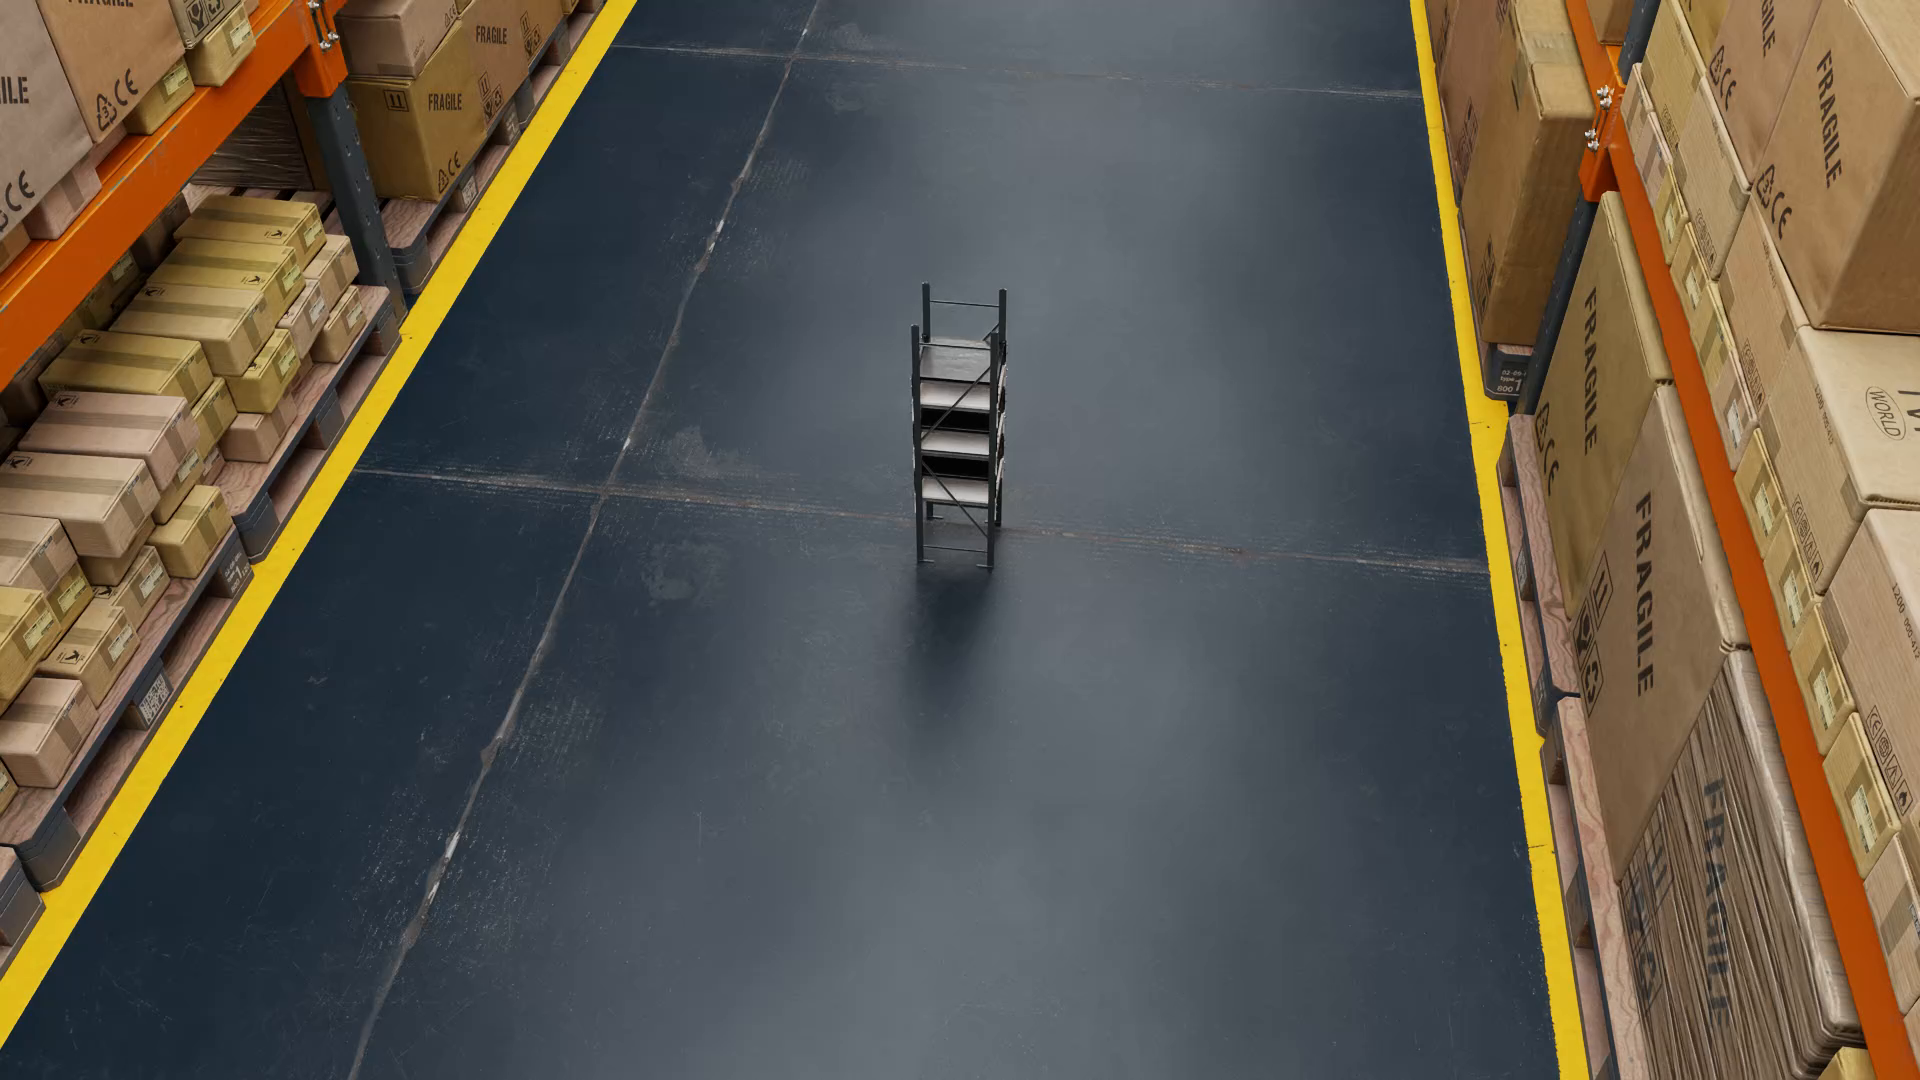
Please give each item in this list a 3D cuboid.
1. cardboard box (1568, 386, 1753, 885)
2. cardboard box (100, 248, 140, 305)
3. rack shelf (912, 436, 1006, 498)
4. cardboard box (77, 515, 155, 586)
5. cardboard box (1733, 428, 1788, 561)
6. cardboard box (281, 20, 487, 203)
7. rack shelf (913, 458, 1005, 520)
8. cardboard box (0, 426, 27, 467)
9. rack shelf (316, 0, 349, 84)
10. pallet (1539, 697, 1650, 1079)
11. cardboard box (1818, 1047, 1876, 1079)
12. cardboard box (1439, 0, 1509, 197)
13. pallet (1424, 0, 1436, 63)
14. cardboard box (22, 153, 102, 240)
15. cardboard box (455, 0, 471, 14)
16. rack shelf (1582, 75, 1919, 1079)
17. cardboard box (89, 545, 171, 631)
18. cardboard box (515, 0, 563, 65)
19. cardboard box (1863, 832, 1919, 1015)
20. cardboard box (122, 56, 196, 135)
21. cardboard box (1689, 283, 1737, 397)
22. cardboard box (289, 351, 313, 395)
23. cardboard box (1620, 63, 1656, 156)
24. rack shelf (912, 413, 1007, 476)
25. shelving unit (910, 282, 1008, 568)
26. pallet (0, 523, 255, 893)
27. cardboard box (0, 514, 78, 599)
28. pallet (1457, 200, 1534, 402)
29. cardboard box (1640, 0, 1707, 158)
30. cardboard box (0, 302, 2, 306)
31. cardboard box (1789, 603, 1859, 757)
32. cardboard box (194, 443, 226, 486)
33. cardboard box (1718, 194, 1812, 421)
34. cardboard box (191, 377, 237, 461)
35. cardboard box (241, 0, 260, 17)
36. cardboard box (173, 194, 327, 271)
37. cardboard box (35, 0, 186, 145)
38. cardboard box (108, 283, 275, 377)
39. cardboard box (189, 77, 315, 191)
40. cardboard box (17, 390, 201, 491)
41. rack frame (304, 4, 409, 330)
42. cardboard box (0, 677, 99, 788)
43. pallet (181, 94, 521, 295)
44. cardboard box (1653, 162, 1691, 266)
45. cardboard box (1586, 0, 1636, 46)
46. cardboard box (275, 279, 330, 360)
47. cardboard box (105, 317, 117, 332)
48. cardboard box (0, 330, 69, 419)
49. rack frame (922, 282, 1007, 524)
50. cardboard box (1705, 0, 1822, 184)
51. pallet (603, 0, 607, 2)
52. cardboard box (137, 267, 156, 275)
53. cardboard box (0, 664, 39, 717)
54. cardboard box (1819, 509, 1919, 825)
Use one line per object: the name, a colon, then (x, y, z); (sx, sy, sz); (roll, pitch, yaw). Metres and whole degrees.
cardboard box: (2.083, 0.269, 4.024); (0.875, 0.875, 0.875); (5, 44, 6)
cardboard box: (-2.880, -0.860, 5.312); (0.380, 0.149, 0.250); (7, 44, 8)
rack shelf: (-0.001, -0.232, 5.020); (0.258, 0.077, 0.200); (5, 44, 6)
cardboard box: (-2.502, -0.019, 4.640); (0.380, 0.149, 0.250); (3, 44, 4)
cardboard box: (1.796, -0.080, 3.336); (0.380, 0.149, 0.250); (4, 44, 4)
cardboard box: (-2.173, -1.650, 6.323); (0.500, 0.500, 0.500); (7, 44, 7)
rack shelf: (-0.001, -0.166, 5.081); (0.258, 0.077, 0.200); (5, 44, 6)
cardboard box: (-2.938, -0.214, 4.846); (0.380, 0.149, 0.250); (7, 44, 7)
rack shelf: (-2.270, -3.027, 6.789); (1.077, 0.370, 4.000); (5, 44, 6)
pallet: (2.032, 0.952, 4.091); (1.003, 0.211, 1.213); (5, 44, 6)
cardboard box: (1.846, 1.496, 2.728); (0.875, 0.875, 0.875); (5, 44, 6)
cardboard box: (2.551, -1.834, 6.245); (1.225, 0.875, 0.875); (4, 44, 4)
pallet: (2.719, -2.589, 7.830); (1.003, 0.211, 1.213); (5, 44, 6)
cardboard box: (-2.425, -0.895, 4.196); (0.380, 0.149, 0.250); (4, 44, 4)
cardboard box: (-2.107, -2.285, 6.449); (0.500, 0.250, 0.500); (6, 44, 7)
rack shelf: (2.105, 0.219, 3.361); (1.077, 0.370, 4.000); (5, 44, 6)
cardboard box: (-2.486, 0.133, 4.696); (0.380, 0.149, 0.250); (6, 44, 6)
cardboard box: (-2.049, -2.369, 7.082); (0.500, 0.500, 0.500); (6, 44, 6)
cardboard box: (1.662, 0.620, 2.596); (0.380, 0.149, 0.250); (6, 44, 6)
cardboard box: (-2.360, -1.256, 4.577); (0.380, 0.149, 0.250); (7, 44, 7)
cardboard box: (1.865, -0.431, 3.706); (0.380, 0.149, 0.250); (5, 44, 5)
cardboard box: (-2.365, -0.575, 5.444); (0.380, 0.149, 0.250); (6, 44, 7)
cardboard box: (2.000, -1.143, 4.458); (0.380, 0.149, 0.250); (5, 44, 6)
rack shelf: (-0.001, -0.297, 4.958); (0.258, 0.077, 0.200); (5, 44, 6)
shelving unit: (-0.001, -0.321, 4.935); (0.258, 0.900, 0.210); (5, 44, 6)
pallet: (-2.747, 0.382, 4.693); (1.003, 0.211, 1.213); (5, 44, 6)
cardboard box: (-2.564, 0.063, 4.338); (0.380, 0.149, 0.250); (5, 44, 6)
pallet: (2.396, -0.926, 6.074); (1.003, 0.211, 1.213); (5, 44, 6)
cardboard box: (2.047, -1.163, 4.189); (0.500, 0.250, 0.500); (5, 44, 5)
cardboard box: (-2.475, -0.546, 3.828); (0.380, 0.149, 0.250); (6, 44, 6)
cardboard box: (1.728, 0.266, 2.970); (0.380, 0.149, 0.250); (5, 44, 6)
cardboard box: (-2.492, -0.220, 5.069); (0.380, 0.149, 0.250); (4, 44, 4)
cardboard box: (1.914, -0.471, 3.458); (0.500, 0.250, 0.500); (6, 44, 7)
cardboard box: (-2.432, -0.375, 5.016); (0.380, 0.149, 0.250); (6, 44, 6)
cardboard box: (-2.340, -1.618, 4.960); (0.380, 0.149, 0.250); (5, 44, 5)
cardboard box: (-2.323, -0.992, 5.452); (0.380, 0.149, 0.250); (6, 44, 7)
cardboard box: (-2.388, -1.360, 4.216); (0.500, 0.500, 0.500); (4, 44, 4)
cardboard box: (-2.343, -0.644, 5.084); (0.380, 0.149, 0.250); (5, 44, 5)
cardboard box: (-2.686, -1.697, 6.374); (0.500, 0.500, 0.500); (4, 44, 5)
cardboard box: (-2.399, -0.282, 4.701); (0.380, 0.149, 0.250); (3, 44, 3)
rack frame: (-2.534, -1.925, 5.102); (1.000, 3.000, 0.127); (5, 44, 6)
cardboard box: (-2.496, 0.491, 4.318); (0.380, 0.149, 0.250); (3, 44, 3)
pallet: (-2.433, -1.443, 6.621); (1.003, 0.211, 1.213); (5, 44, 6)
cardboard box: (1.931, -0.784, 4.079); (0.380, 0.149, 0.250); (7, 44, 7)
cardboard box: (2.160, -1.785, 4.881); (0.500, 0.500, 0.500); (5, 44, 6)
cardboard box: (-2.284, -0.722, 5.382); (0.380, 0.149, 0.250); (3, 44, 4)
cardboard box: (-2.840, -0.583, 5.235); (0.380, 0.149, 0.250); (5, 44, 5)
cardboard box: (-2.877, -0.504, 4.936); (0.380, 0.149, 0.250); (4, 44, 4)
rack frame: (0.012, -0.391, 5.008); (0.240, 0.900, 0.006); (5, 44, 6)
cardboard box: (1.979, -1.093, 3.570); (0.500, 0.500, 0.500); (5, 44, 6)
pallet: (-2.110, -3.106, 8.377); (1.003, 0.211, 1.213); (5, 44, 6)
cardboard box: (-2.899, -0.933, 5.605); (0.380, 0.149, 0.250); (7, 44, 7)
cardboard box: (-2.625, 0.342, 4.259); (0.380, 0.149, 0.250); (7, 44, 8)
cardboard box: (1.776, 0.220, 2.729); (0.500, 0.250, 0.500); (4, 44, 4)
